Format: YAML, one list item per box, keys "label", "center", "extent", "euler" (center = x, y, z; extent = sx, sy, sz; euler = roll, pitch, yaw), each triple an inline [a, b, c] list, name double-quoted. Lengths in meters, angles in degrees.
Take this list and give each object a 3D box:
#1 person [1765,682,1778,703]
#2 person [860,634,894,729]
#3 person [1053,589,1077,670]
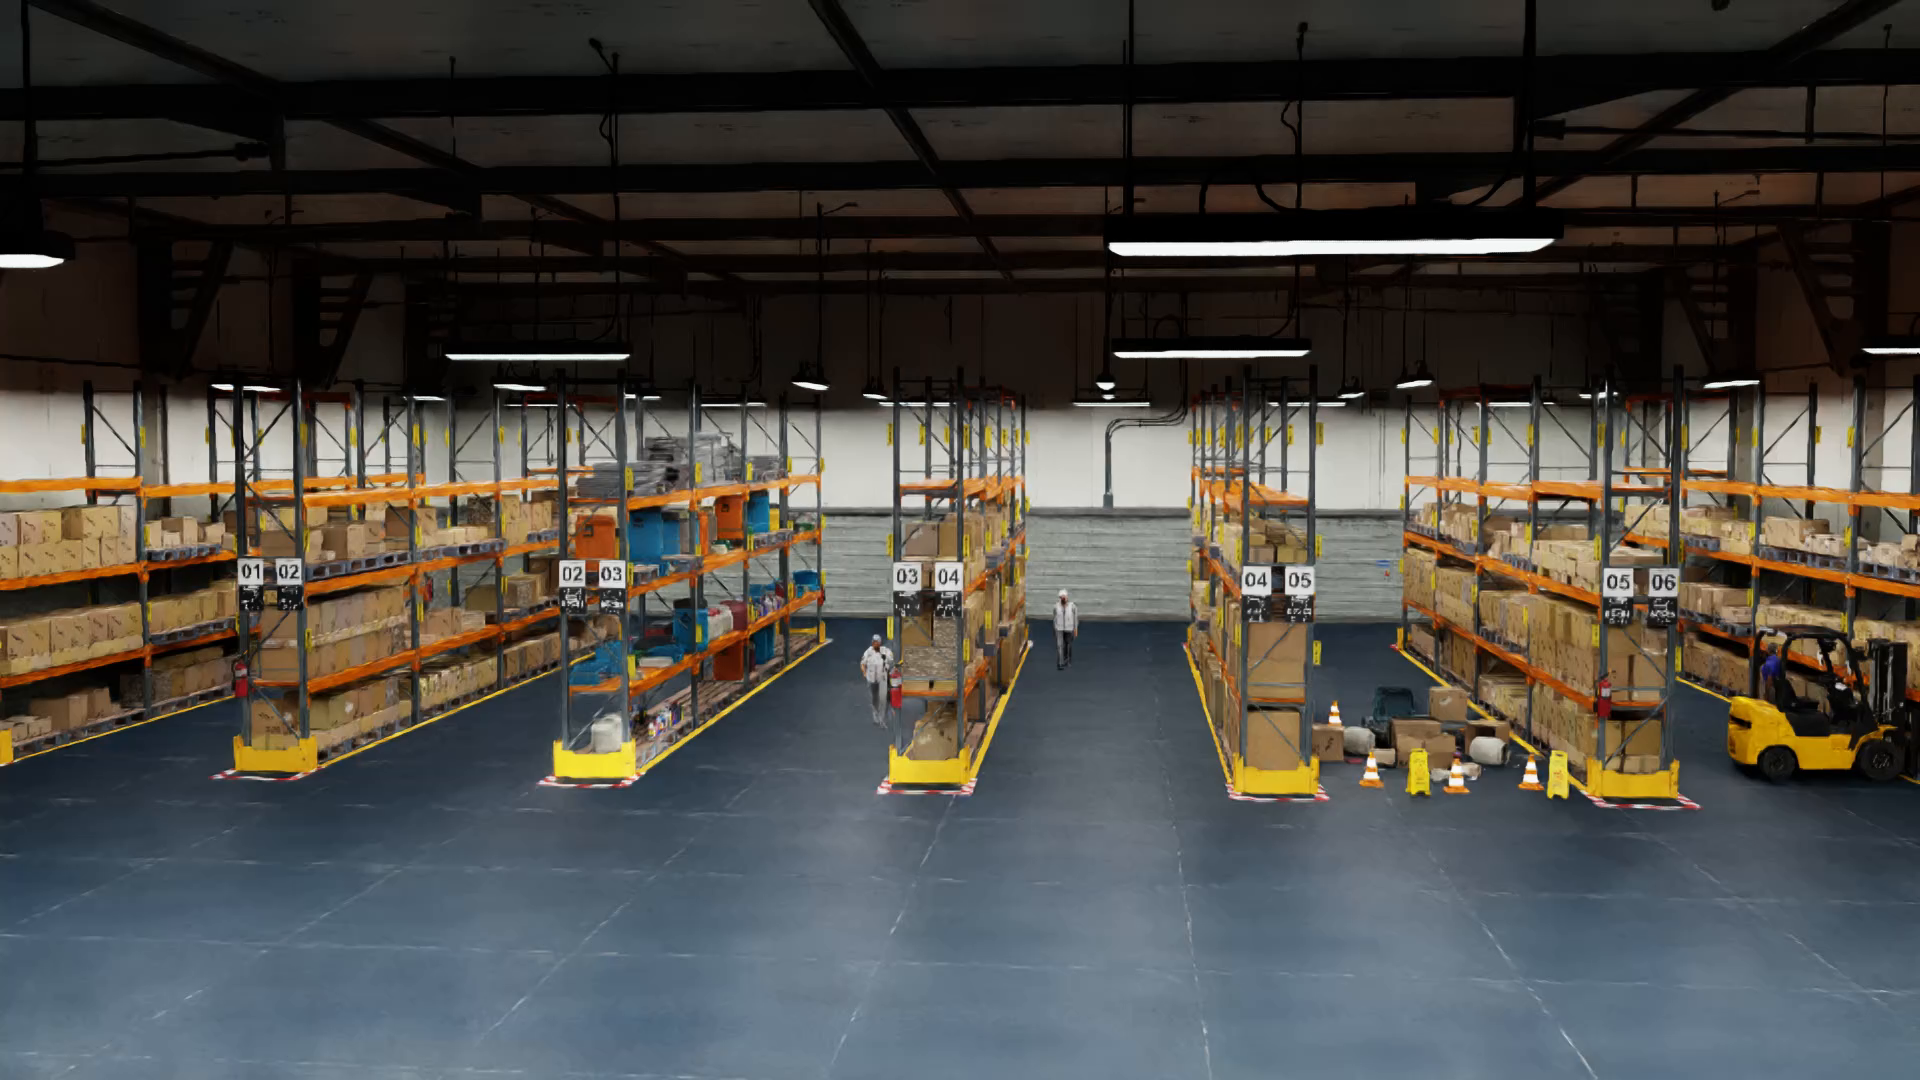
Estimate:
- label: "person"
  center: [13.169, 2.799, 27.067]
  extent: [0.556, 1.016, 0.479]
  euler: [2, 4, 31]
- label: "person"
  center: [-1.410, 2.419, 28.772]
  extent: [0.630, 1.604, 0.804]
  euler: [1, 4, 11]
- label: "person"
  center: [2.277, 1.911, 35.919]
  extent: [0.535, 1.725, 1.029]
  euler: [0, 4, 4]
